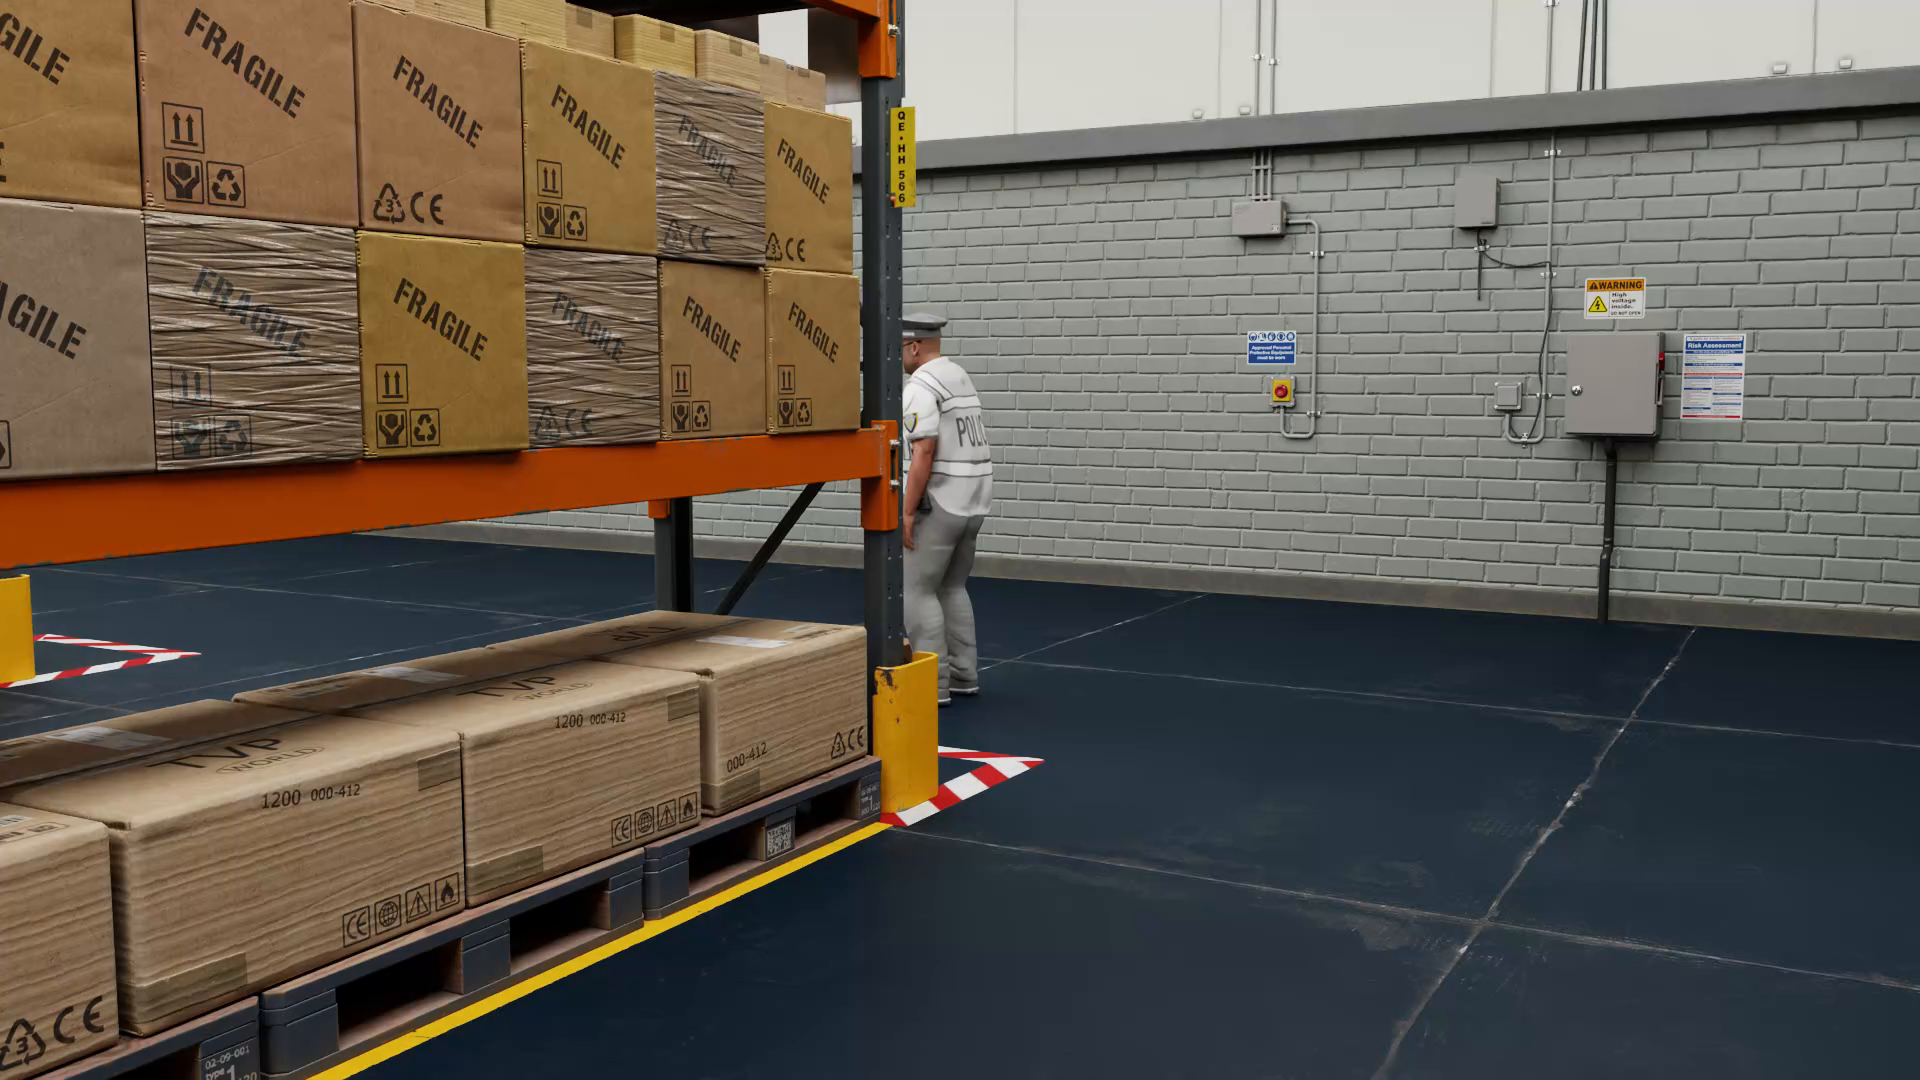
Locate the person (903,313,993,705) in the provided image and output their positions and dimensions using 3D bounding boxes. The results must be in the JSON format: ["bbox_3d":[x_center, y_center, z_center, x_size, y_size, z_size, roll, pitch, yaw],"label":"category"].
[{"bbox_3d":[-0.093,-0.141,7.469,0.442,1.746,0.590,3,7,26],"label":"person"}]
